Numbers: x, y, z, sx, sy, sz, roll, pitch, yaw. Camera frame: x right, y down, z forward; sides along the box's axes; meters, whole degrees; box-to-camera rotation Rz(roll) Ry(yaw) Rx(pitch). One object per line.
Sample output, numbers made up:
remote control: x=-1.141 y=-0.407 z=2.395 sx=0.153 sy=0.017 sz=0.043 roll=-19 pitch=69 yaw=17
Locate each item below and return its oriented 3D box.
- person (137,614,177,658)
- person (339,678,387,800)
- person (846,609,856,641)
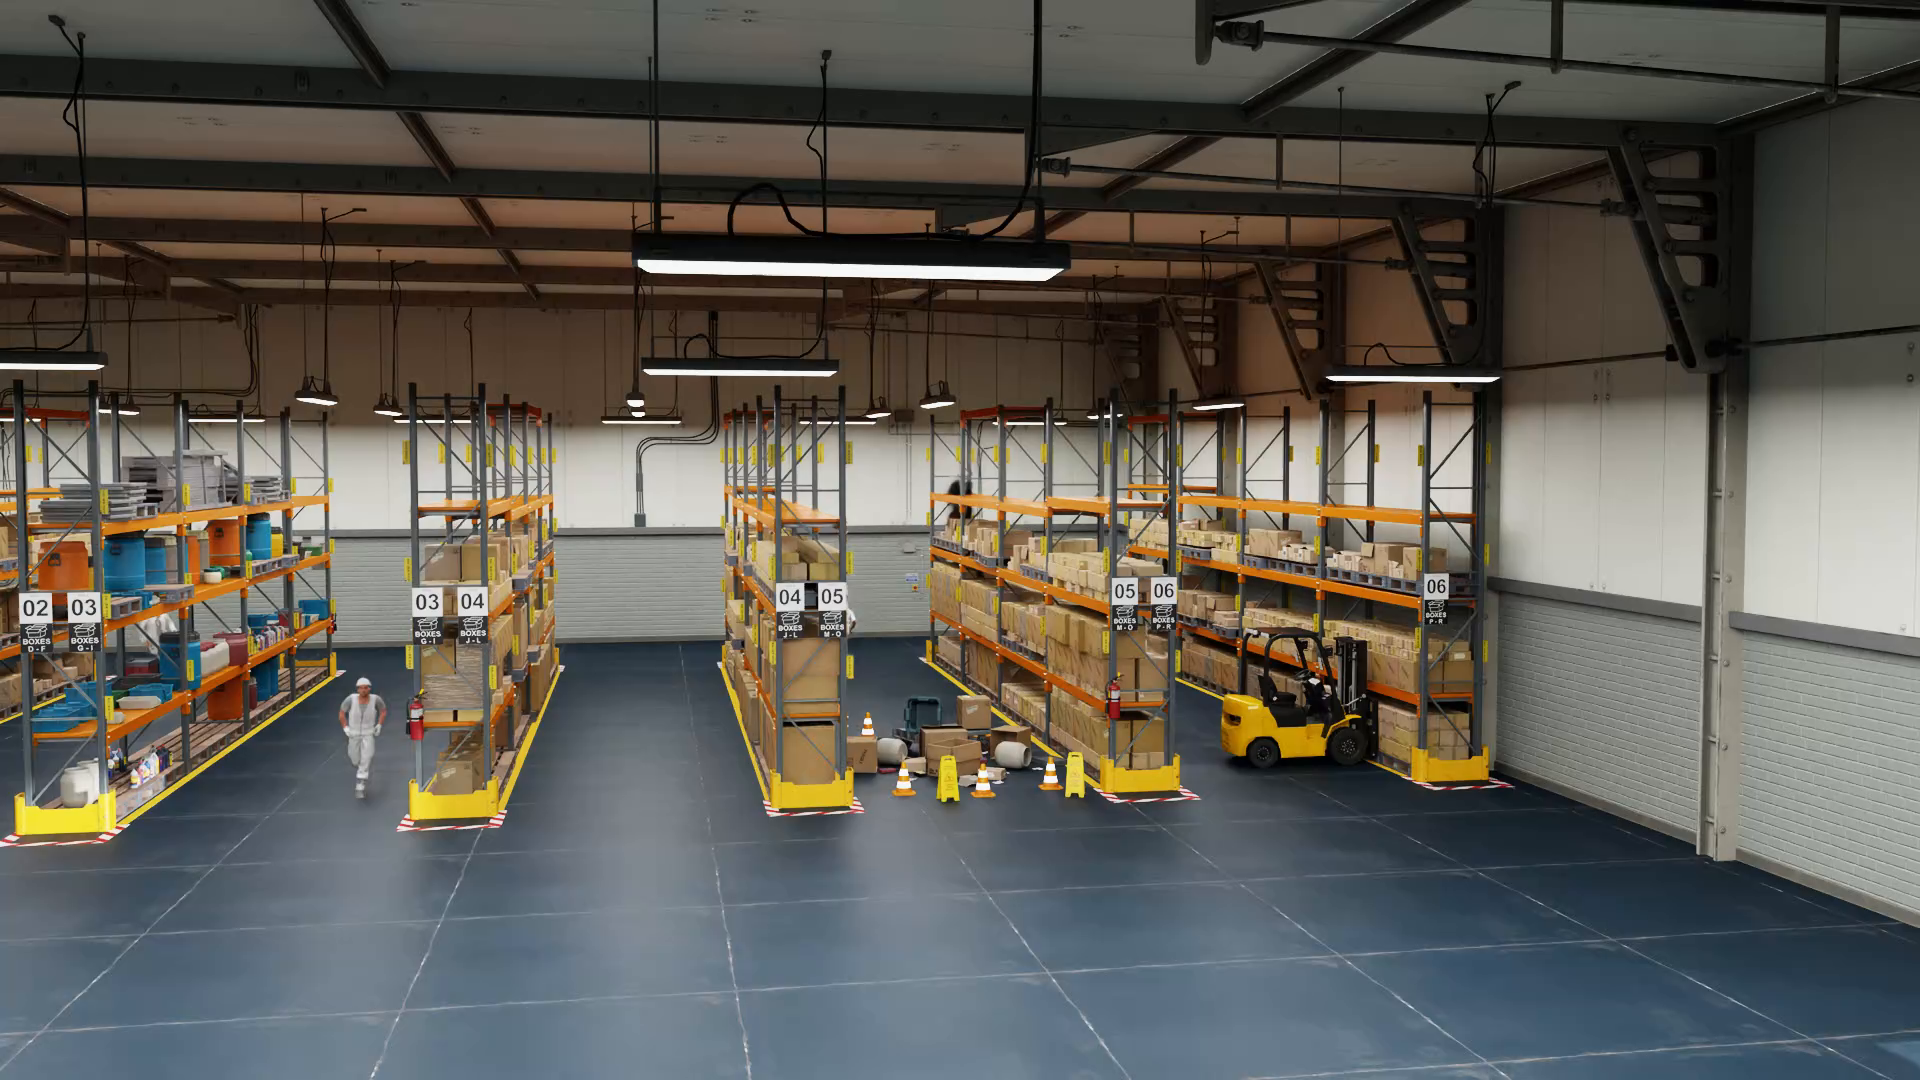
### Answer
person: x=-17.937 y=2.282 z=37.115 sx=0.805 sy=1.765 sz=0.784 roll=-2 pitch=4 yaw=-37
person: x=-8.839 y=2.895 z=24.636 sx=0.659 sy=1.766 sz=0.986 roll=-1 pitch=3 yaw=-15
person: x=-2.750 y=2.168 z=38.322 sx=0.686 sy=1.722 sz=0.589 roll=-1 pitch=3 yaw=-20
